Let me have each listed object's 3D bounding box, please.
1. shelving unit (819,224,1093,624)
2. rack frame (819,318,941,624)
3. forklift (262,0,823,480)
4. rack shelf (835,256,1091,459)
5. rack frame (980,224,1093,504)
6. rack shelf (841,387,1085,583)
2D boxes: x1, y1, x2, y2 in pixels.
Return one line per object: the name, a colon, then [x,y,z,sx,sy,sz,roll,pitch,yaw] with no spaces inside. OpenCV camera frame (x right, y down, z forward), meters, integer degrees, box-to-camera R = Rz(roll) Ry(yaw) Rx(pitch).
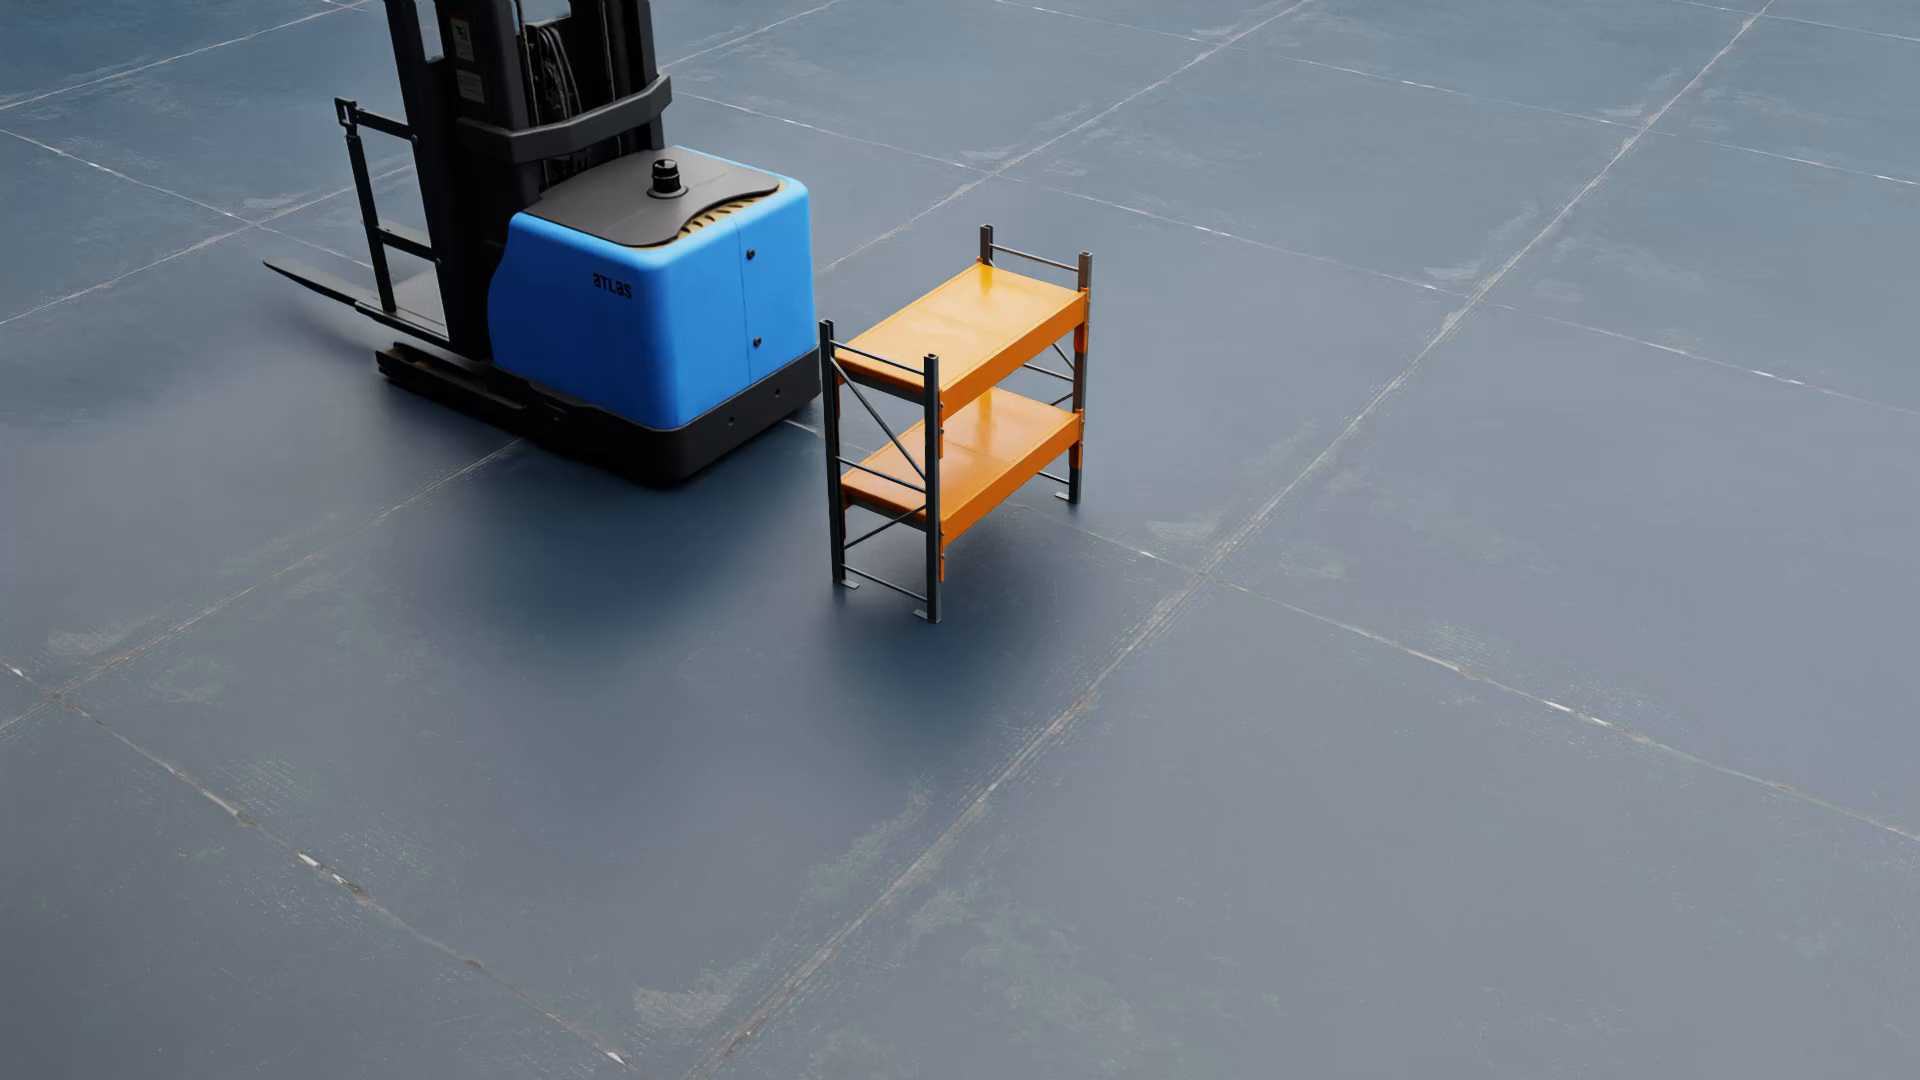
shelving unit: [0.004,-0.469,6.439,0.538,1.125,1.048,21,39,28]
rack frame: [-0.286,-0.235,6.094,0.500,1.125,0.032,21,39,28]
forklift: [-2.127,-2.113,7.258,3.031,2.935,1.130,22,40,29]
rack shelf: [0.004,-0.712,6.276,0.538,0.278,1.000,21,39,28]
rack frame: [0.294,-0.703,6.785,0.500,1.125,0.032,21,39,28]
rack shelf: [0.004,-0.267,6.576,0.538,0.278,1.000,21,39,28]
